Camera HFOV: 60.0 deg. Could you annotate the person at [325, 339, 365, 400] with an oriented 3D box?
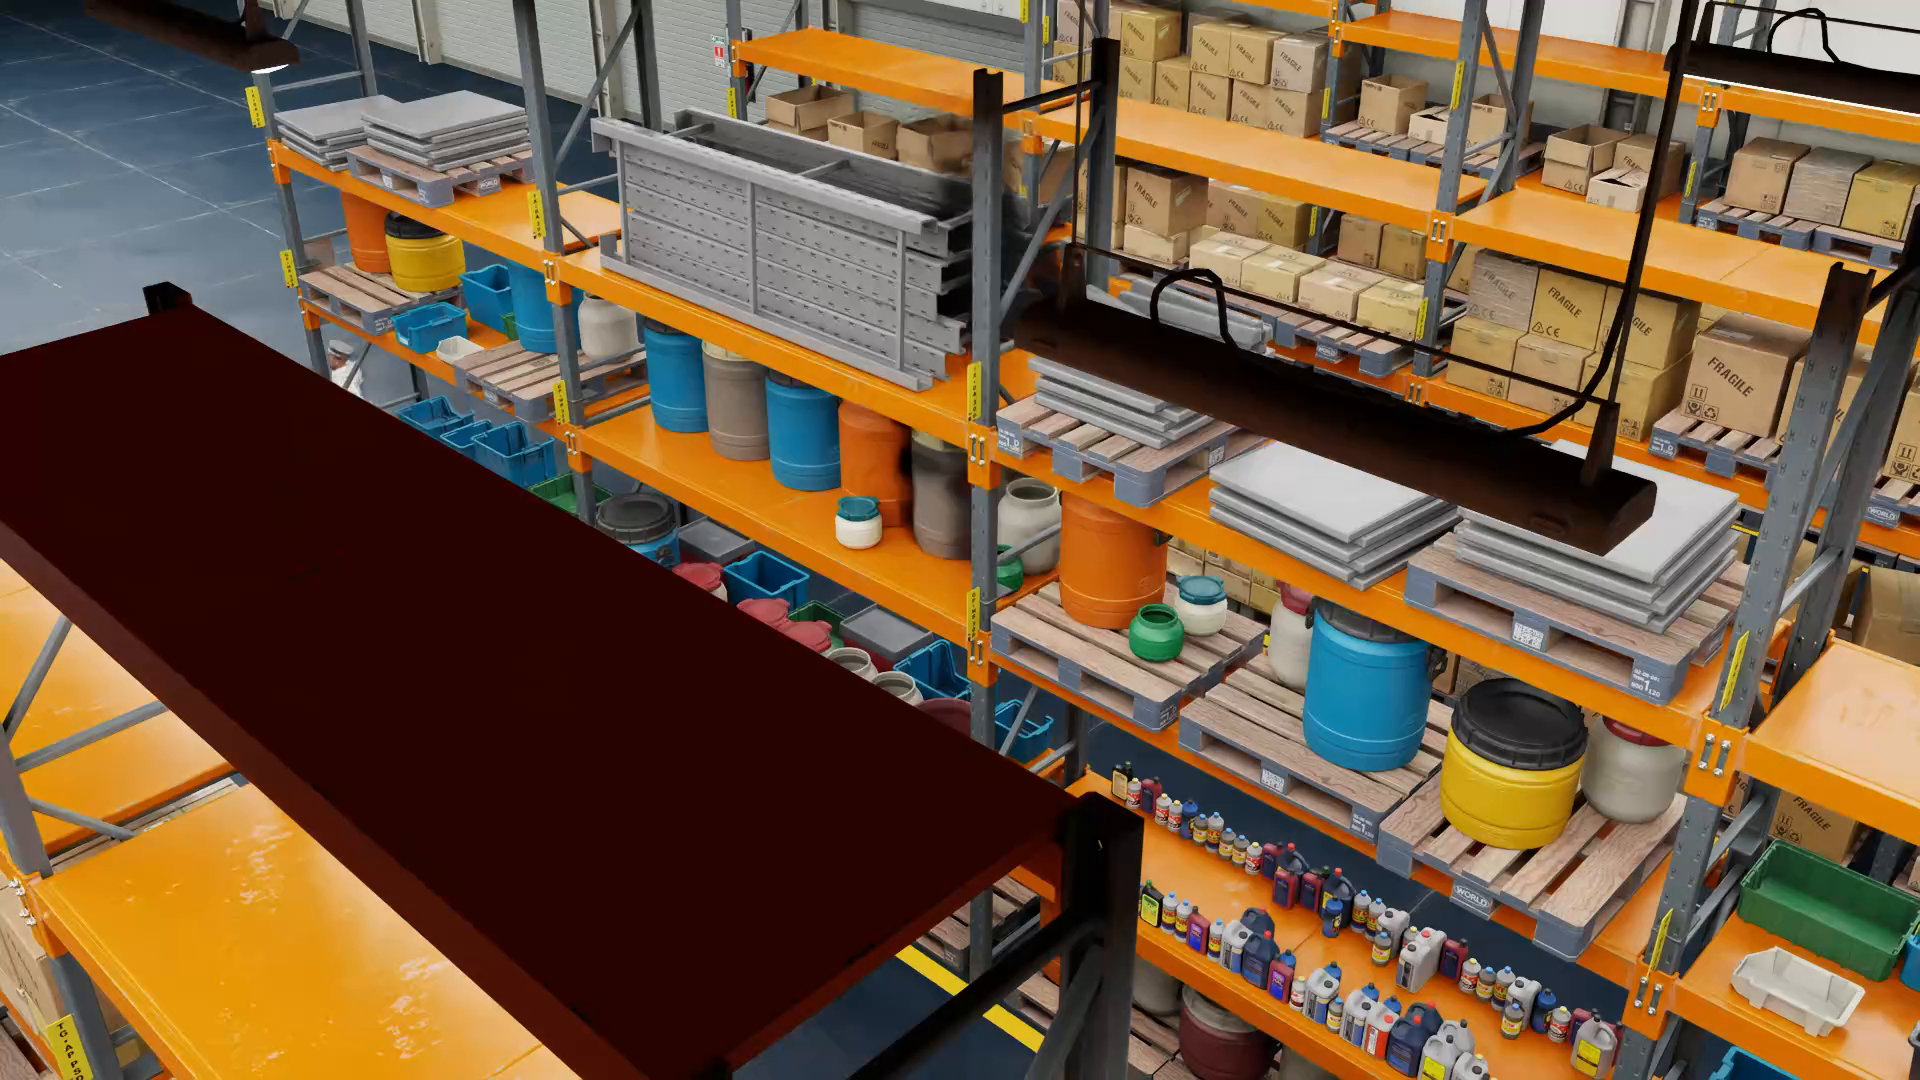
[{"bbox_3d":[-6.028,-1.186,16.569,0.680,1.741,0.658,-6,30,-11],"label":"person"}]
